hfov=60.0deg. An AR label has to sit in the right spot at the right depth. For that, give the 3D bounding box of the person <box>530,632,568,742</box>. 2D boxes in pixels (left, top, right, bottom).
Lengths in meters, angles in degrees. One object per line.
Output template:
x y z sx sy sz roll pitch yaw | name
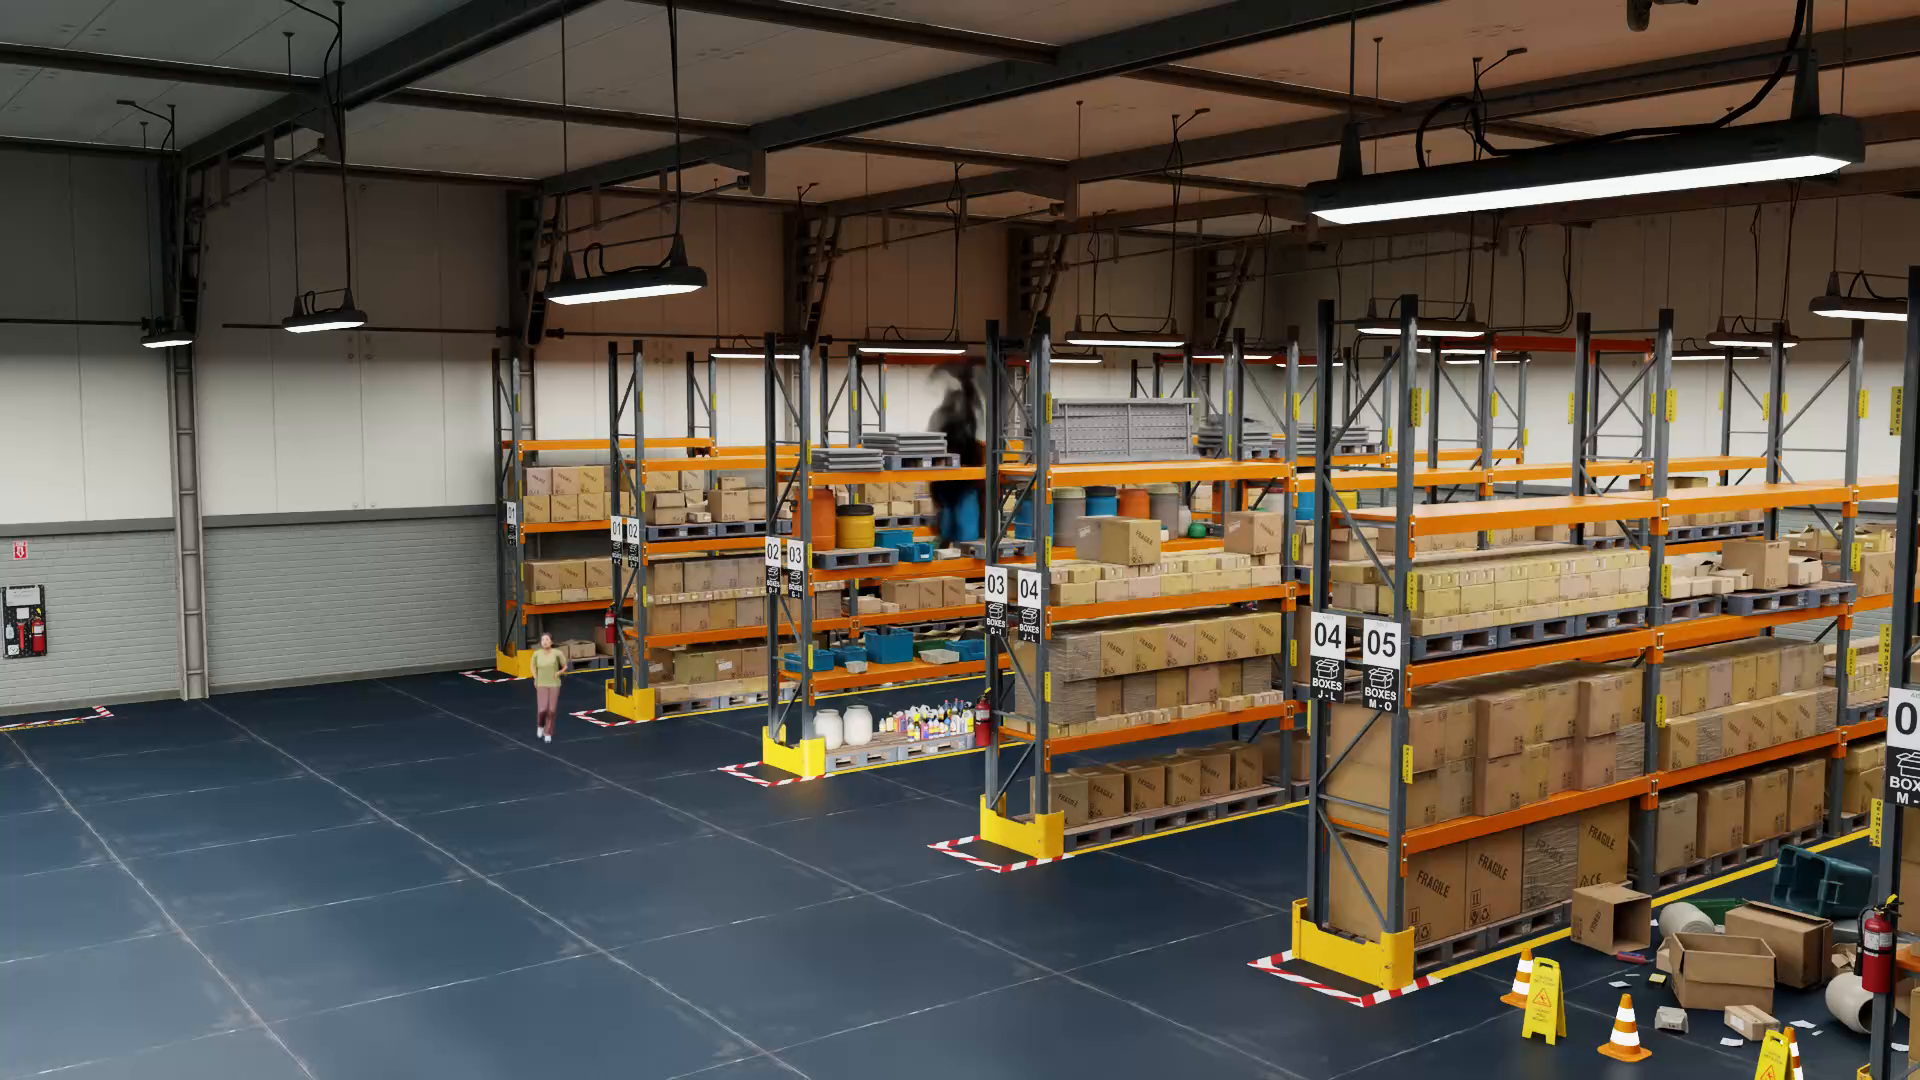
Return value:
-6.099 2.184 24.659 0.566 1.637 0.542 -1 5 -9 | person
